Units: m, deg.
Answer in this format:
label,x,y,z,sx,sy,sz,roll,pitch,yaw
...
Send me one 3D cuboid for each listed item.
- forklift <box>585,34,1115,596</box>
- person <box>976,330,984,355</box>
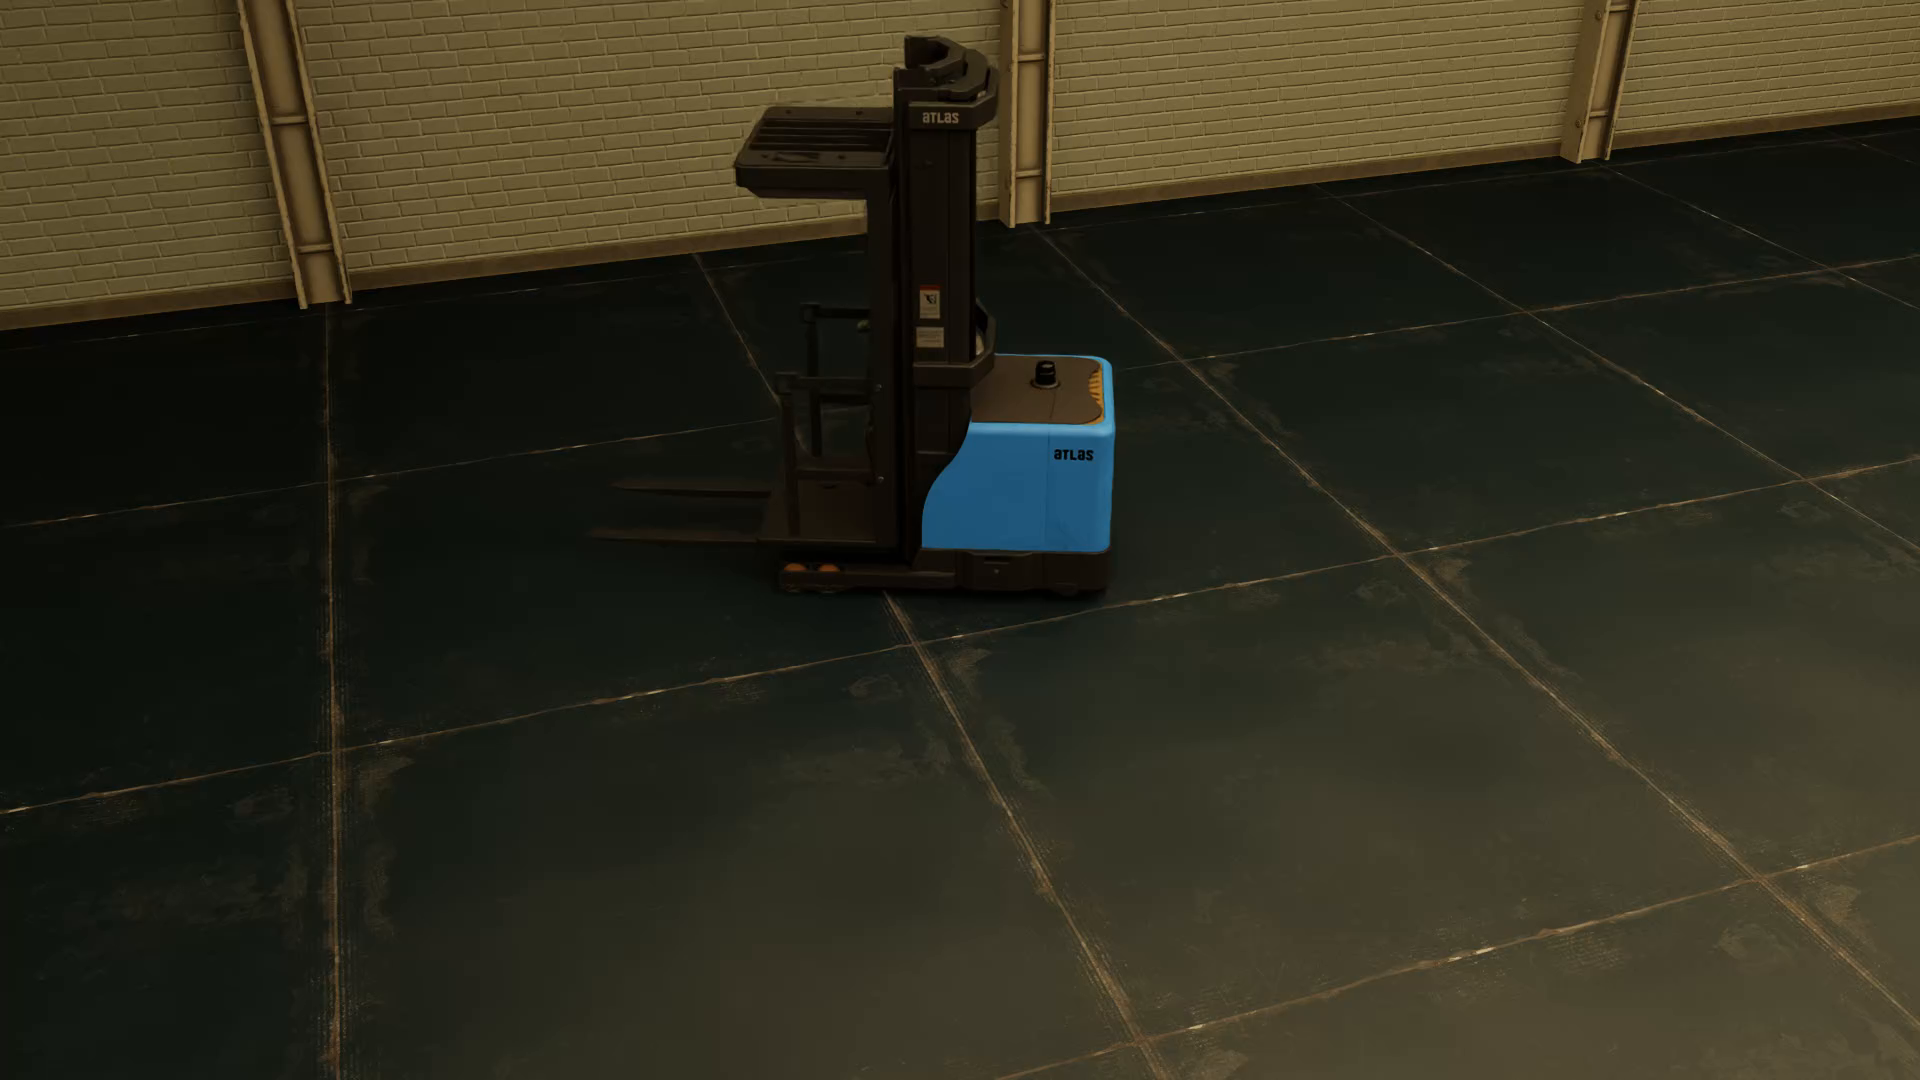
label,x,y,z,sx,sy,sz,roll,pitch,yaw
forklift,-0.638,-1.223,9.213,3.031,2.935,1.130,2,30,3
person,-0.028,-1.456,11.017,0.536,1.565,0.836,2,30,4
